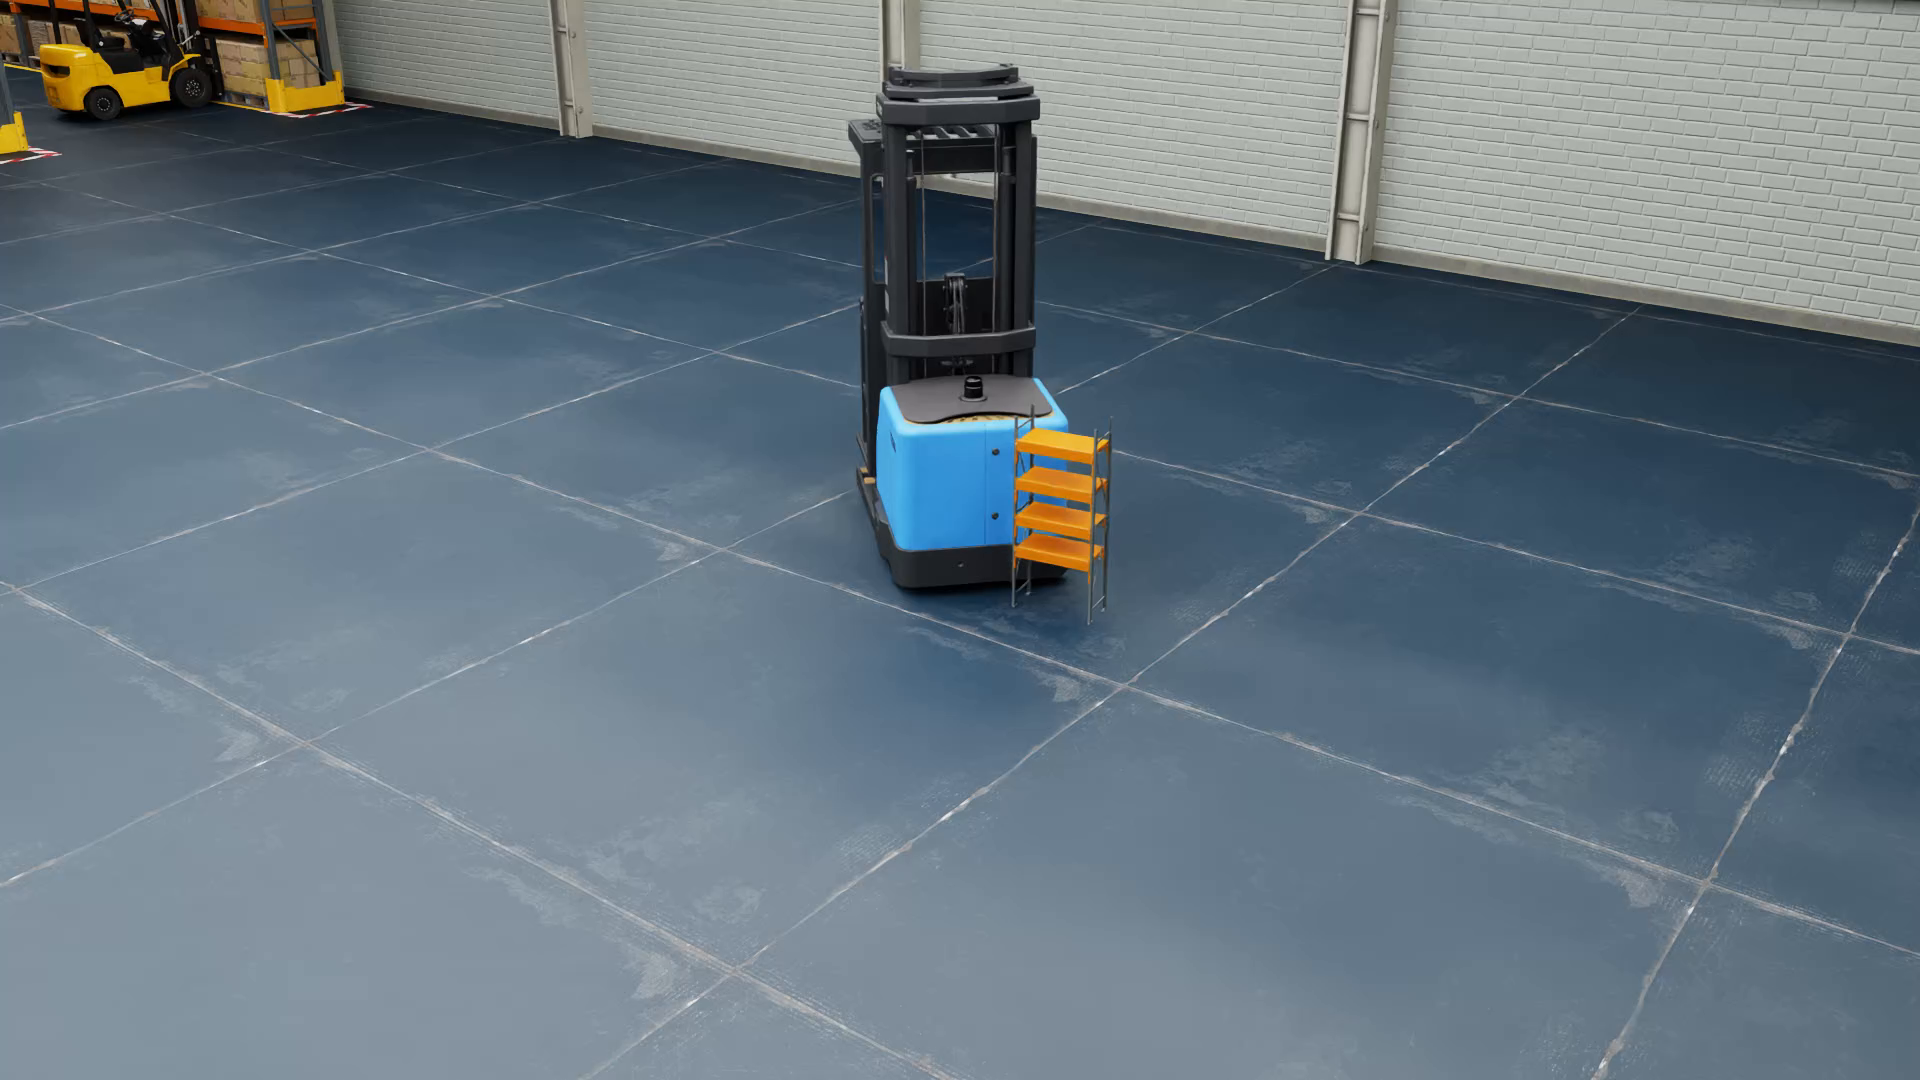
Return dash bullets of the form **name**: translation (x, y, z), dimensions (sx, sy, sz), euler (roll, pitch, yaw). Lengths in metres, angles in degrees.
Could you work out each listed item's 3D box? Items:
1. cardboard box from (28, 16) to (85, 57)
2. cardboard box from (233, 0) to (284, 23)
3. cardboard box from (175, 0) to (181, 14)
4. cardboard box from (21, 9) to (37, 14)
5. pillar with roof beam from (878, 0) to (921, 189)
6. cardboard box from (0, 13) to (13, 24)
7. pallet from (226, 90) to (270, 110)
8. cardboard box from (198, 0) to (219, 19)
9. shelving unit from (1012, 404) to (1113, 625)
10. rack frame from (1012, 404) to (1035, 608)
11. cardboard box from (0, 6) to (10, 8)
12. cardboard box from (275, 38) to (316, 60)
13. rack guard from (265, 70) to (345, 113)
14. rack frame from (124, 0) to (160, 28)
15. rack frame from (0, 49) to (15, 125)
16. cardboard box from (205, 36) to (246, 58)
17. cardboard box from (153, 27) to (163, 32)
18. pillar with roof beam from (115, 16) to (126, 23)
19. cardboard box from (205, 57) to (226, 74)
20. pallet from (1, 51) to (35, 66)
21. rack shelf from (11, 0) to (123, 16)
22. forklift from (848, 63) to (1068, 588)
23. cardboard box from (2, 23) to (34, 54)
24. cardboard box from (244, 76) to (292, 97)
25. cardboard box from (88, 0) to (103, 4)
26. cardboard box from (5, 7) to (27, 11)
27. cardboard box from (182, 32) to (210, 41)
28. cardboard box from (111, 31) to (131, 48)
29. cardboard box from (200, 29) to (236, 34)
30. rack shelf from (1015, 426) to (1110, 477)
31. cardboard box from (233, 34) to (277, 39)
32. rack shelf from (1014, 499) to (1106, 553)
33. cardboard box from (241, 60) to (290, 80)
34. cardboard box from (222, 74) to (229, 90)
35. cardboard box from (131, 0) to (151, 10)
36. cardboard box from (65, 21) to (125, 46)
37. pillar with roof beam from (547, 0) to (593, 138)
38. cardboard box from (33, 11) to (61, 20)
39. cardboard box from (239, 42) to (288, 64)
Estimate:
- **cardboard box**: translation (-16.224, -9.098, 30.102), dimensions (0.625, 0.625, 0.875), euler (18, 29, 35)
- **cardboard box**: translation (-10.865, -8.293, 25.728), dimensions (0.500, 0.500, 0.500), euler (16, 28, 32)
- **cardboard box**: translation (-12.484, -8.792, 26.860), dimensions (0.500, 0.500, 0.500), euler (16, 29, 33)
- **cardboard box**: translation (-17.389, -9.826, 31.107), dimensions (0.250, 0.149, 0.380), euler (17, 29, 34)
- **pillar with roof beam**: translation (-3.310, -7.127, 15.764), dimensions (0.400, 9.000, 9.100), euler (17, 29, 33)
- **cardboard box**: translation (-17.499, -9.586, 30.562), dimensions (0.250, 0.149, 0.380), euler (15, 28, 31)
- **pallet**: translation (-10.951, -7.108, 26.621), dimensions (1.213, 0.211, 1.003), euler (17, 29, 33)
- **cardboard box**: translation (-11.685, -8.545, 26.300), dimensions (0.500, 0.500, 0.500), euler (16, 29, 32)
- **shelving unit**: translation (0.584, -0.145, 9.592), dimensions (0.503, 1.200, 0.258), euler (12, 26, 25)
- **rack frame**: translation (0.367, -0.191, 9.695), dimensions (0.015, 1.200, 0.240), euler (12, 26, 25)
- **cardboard box**: translation (-18.203, -10.094, 31.713), dimensions (0.250, 0.149, 0.380), euler (16, 28, 31)
- **cardboard box**: translation (-10.585, -7.782, 26.340), dimensions (0.500, 0.250, 0.500), euler (16, 29, 33)
- **rack guard**: translation (-10.295, -7.063, 26.161), dimensions (0.348, 0.500, 1.175), euler (17, 29, 33)
- **rack frame**: translation (-13.515, -9.180, 27.865), dimensions (0.127, 3.000, 1.000), euler (17, 29, 33)
- **rack frame**: translation (-13.288, -6.611, 22.033), dimensions (0.127, 3.000, 1.000), euler (17, 29, 33)
- **cardboard box**: translation (-11.691, -7.856, 26.508), dimensions (0.500, 0.250, 0.500), euler (17, 29, 34)
- **cardboard box**: translation (-13.316, -8.353, 27.638), dimensions (0.500, 0.250, 0.500), euler (16, 29, 33)
- **pillar with roof beam**: translation (-17.713, -11.479, 25.643), dimensions (0.400, 9.000, 9.100), euler (17, 29, 33)
- **cardboard box**: translation (-11.711, -7.635, 26.628), dimensions (0.500, 0.250, 0.500), euler (16, 28, 32)
- **pallet**: translation (-17.290, -9.064, 31.060), dimensions (1.213, 0.211, 1.003), euler (17, 29, 33)
- **rack shelf**: translation (-15.115, -9.335, 29.108), dimensions (4.000, 0.370, 1.077), euler (17, 29, 33)
- **forklift**: translation (-0.112, -1.621, 10.793), dimensions (1.130, 2.935, 3.031), euler (-4, 24, -9)
- **cardboard box**: translation (-17.183, -9.229, 30.555), dimensions (0.500, 0.500, 0.500), euler (18, 29, 35)
- **cardboard box**: translation (-10.879, -7.159, 26.166), dimensions (0.500, 0.250, 0.500), euler (17, 29, 34)
- **cardboard box**: translation (-14.480, -9.269, 28.252), dimensions (0.500, 0.250, 0.500), euler (17, 29, 33)
- **cardboard box**: translation (-17.789, -9.970, 31.432), dimensions (0.250, 0.149, 0.380), euler (16, 28, 32)
- **cardboard box**: translation (-12.508, -8.110, 27.085), dimensions (0.500, 0.250, 0.500), euler (18, 29, 35)
- **cardboard box**: translation (-13.939, -8.408, 28.538), dimensions (0.625, 0.625, 0.875), euler (18, 30, 36)
- **cardboard box**: translation (-12.194, -8.271, 27.450), dimensions (0.500, 0.250, 0.500), euler (17, 29, 34)
- **rack shelf**: translation (0.584, -0.505, 9.433), dimensions (0.480, 0.148, 0.258), euler (12, 26, 25)
- **cardboard box**: translation (-11.381, -8.026, 26.894), dimensions (0.500, 0.250, 0.500), euler (17, 29, 33)
- **rack shelf**: translation (0.584, -0.084, 9.619), dimensions (0.480, 0.148, 0.258), euler (12, 26, 25)
- **cardboard box**: translation (-10.891, -7.392, 26.077), dimensions (0.500, 0.250, 0.500), euler (16, 29, 33)
- **cardboard box**: translation (-11.666, -7.406, 26.727), dimensions (0.500, 0.250, 0.500), euler (17, 29, 34)
- **cardboard box**: translation (-13.316, -9.034, 27.410), dimensions (0.500, 0.500, 0.500), euler (16, 28, 32)
- **cardboard box**: translation (-15.158, -8.780, 29.380), dimensions (0.625, 0.625, 0.875), euler (15, 28, 31)
- **pillar with roof beam**: translation (-8.111, -8.578, 19.057), dimensions (0.400, 9.000, 9.100), euler (17, 29, 33)
- **cardboard box**: translation (-16.946, -9.719, 30.864), dimensions (0.250, 0.149, 0.380), euler (19, 30, 36)
- **cardboard box**: translation (-10.869, -7.615, 25.962), dimensions (0.500, 0.250, 0.500), euler (18, 29, 35)
